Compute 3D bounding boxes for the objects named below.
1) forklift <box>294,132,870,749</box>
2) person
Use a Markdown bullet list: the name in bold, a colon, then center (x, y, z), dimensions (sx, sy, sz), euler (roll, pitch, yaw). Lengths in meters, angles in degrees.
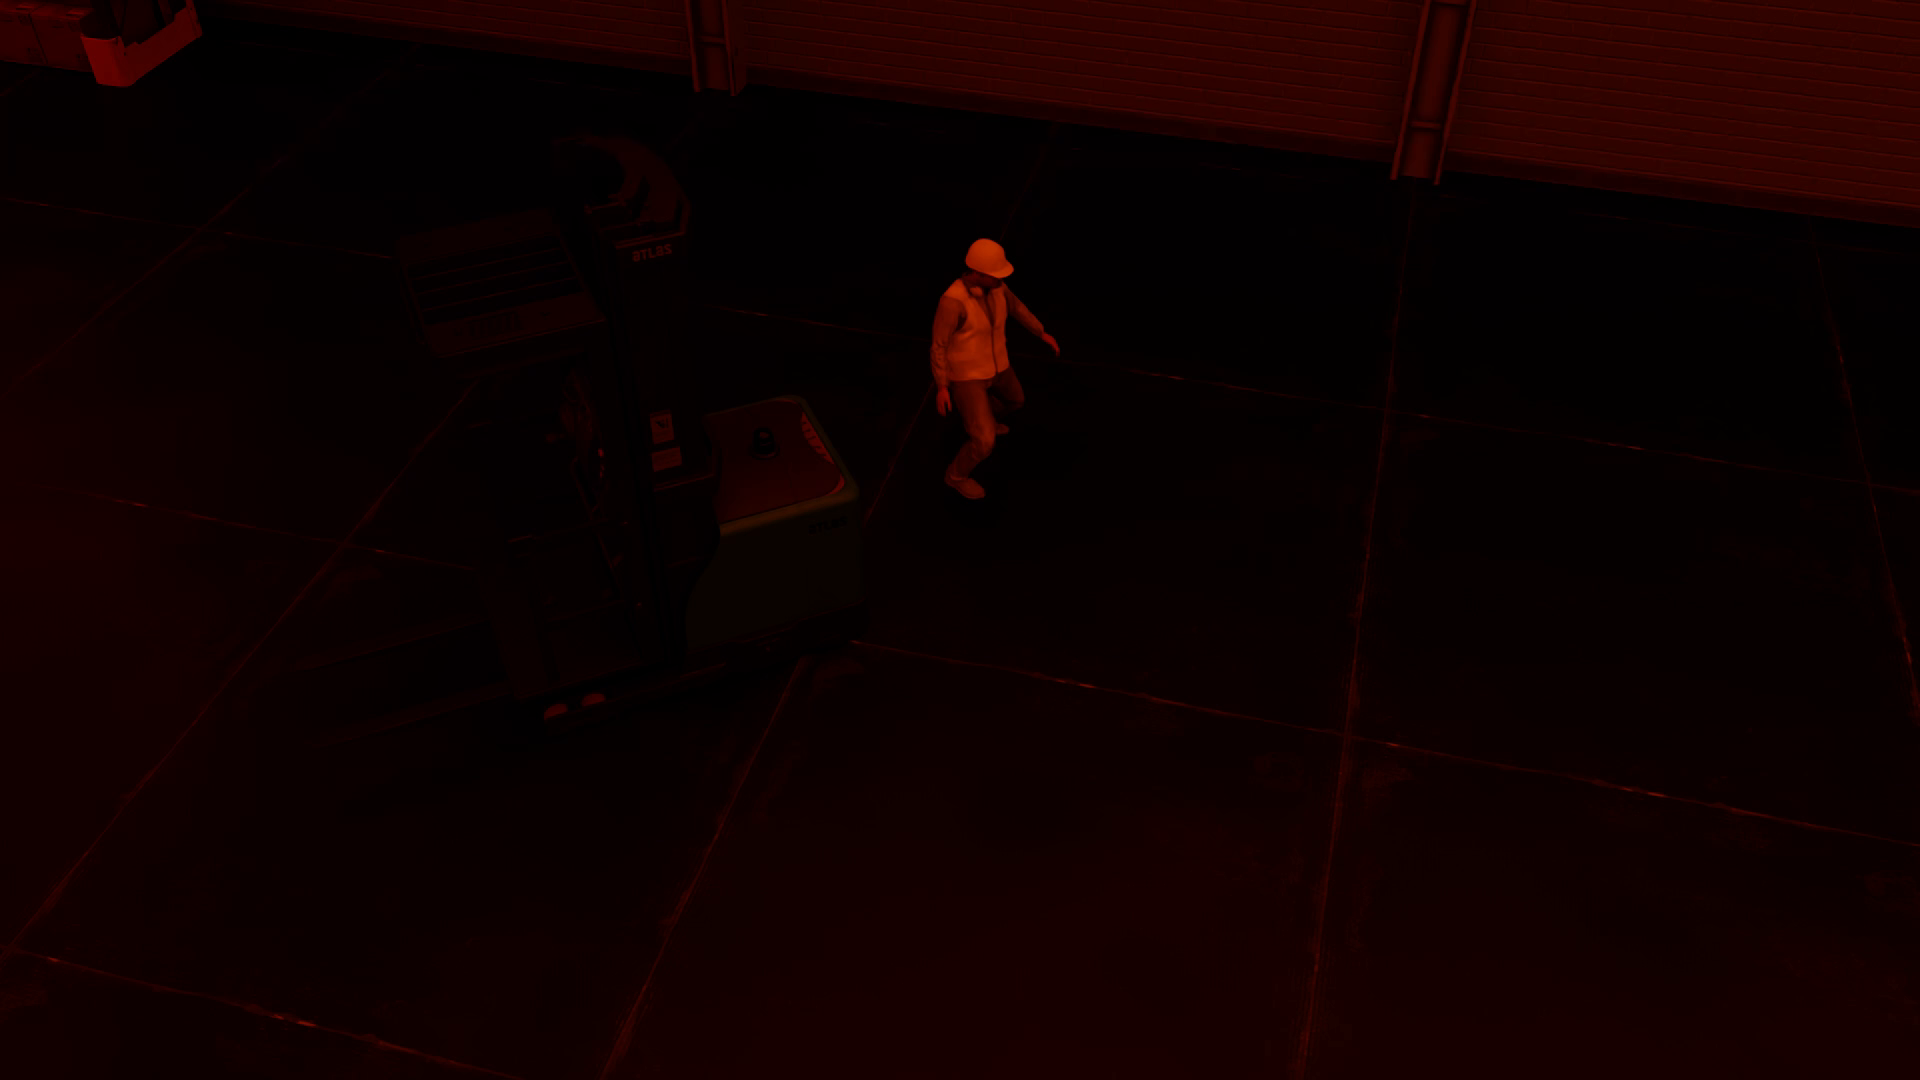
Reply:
- **forklift**: center (-2.078, -0.462, 8.389), dimensions (3.031, 2.935, 1.130), euler (-16, 44, -17)
- **person**: center (0.161, -1.077, 10.087), dimensions (0.673, 1.656, 0.938), euler (30, 50, 30)
